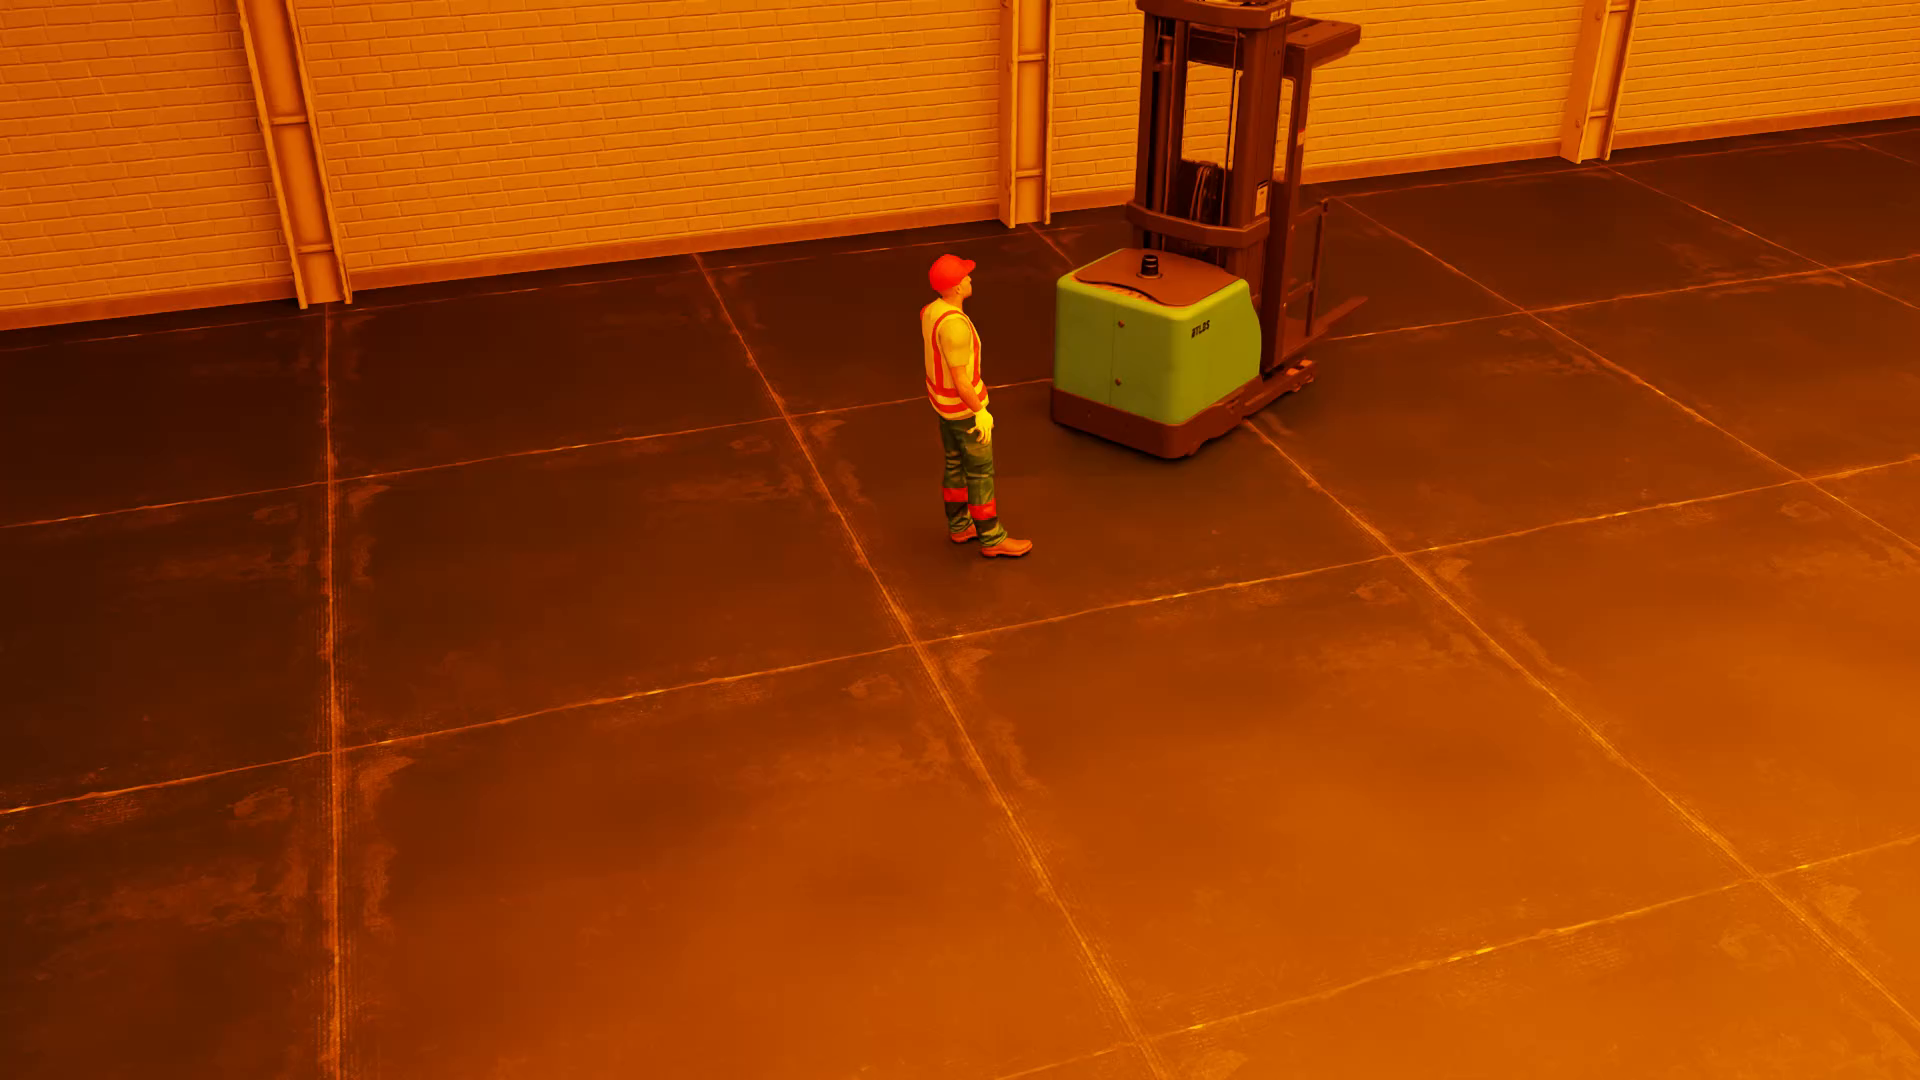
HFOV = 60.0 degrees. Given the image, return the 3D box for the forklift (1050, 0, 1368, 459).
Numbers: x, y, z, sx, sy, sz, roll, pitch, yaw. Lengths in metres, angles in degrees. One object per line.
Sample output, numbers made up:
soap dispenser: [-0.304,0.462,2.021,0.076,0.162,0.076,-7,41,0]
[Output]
forklift: [1.932,-2.465,11.372,1.130,2.935,3.031,22,37,33]

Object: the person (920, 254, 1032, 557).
person: [0.079,-0.789,9.589,0.564,1.787,0.638,-10,31,-16]
